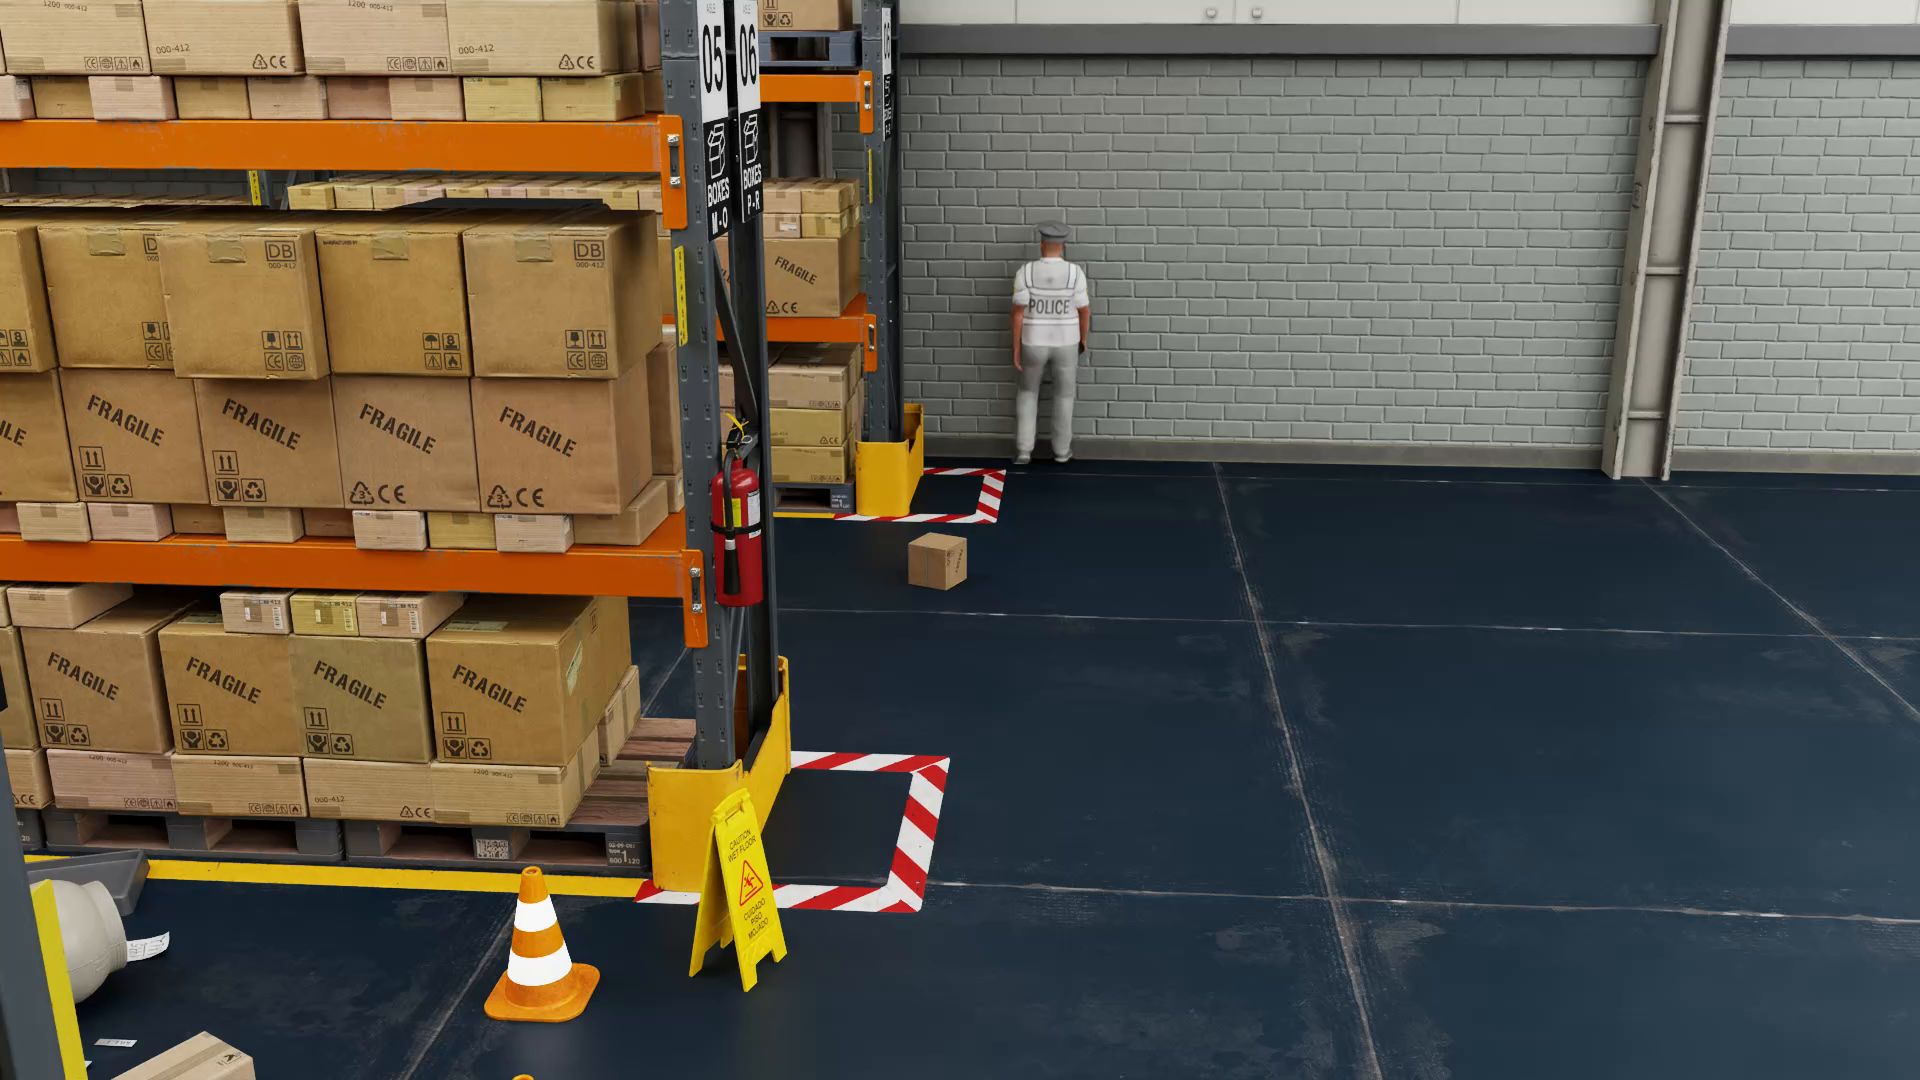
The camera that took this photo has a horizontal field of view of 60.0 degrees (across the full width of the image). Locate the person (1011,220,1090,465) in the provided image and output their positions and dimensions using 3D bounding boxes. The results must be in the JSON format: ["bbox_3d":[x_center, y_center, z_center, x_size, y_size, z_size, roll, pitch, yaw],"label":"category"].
[{"bbox_3d":[0.652,-1.386,11.999,0.558,1.829,0.522,1,17,5],"label":"person"}]
